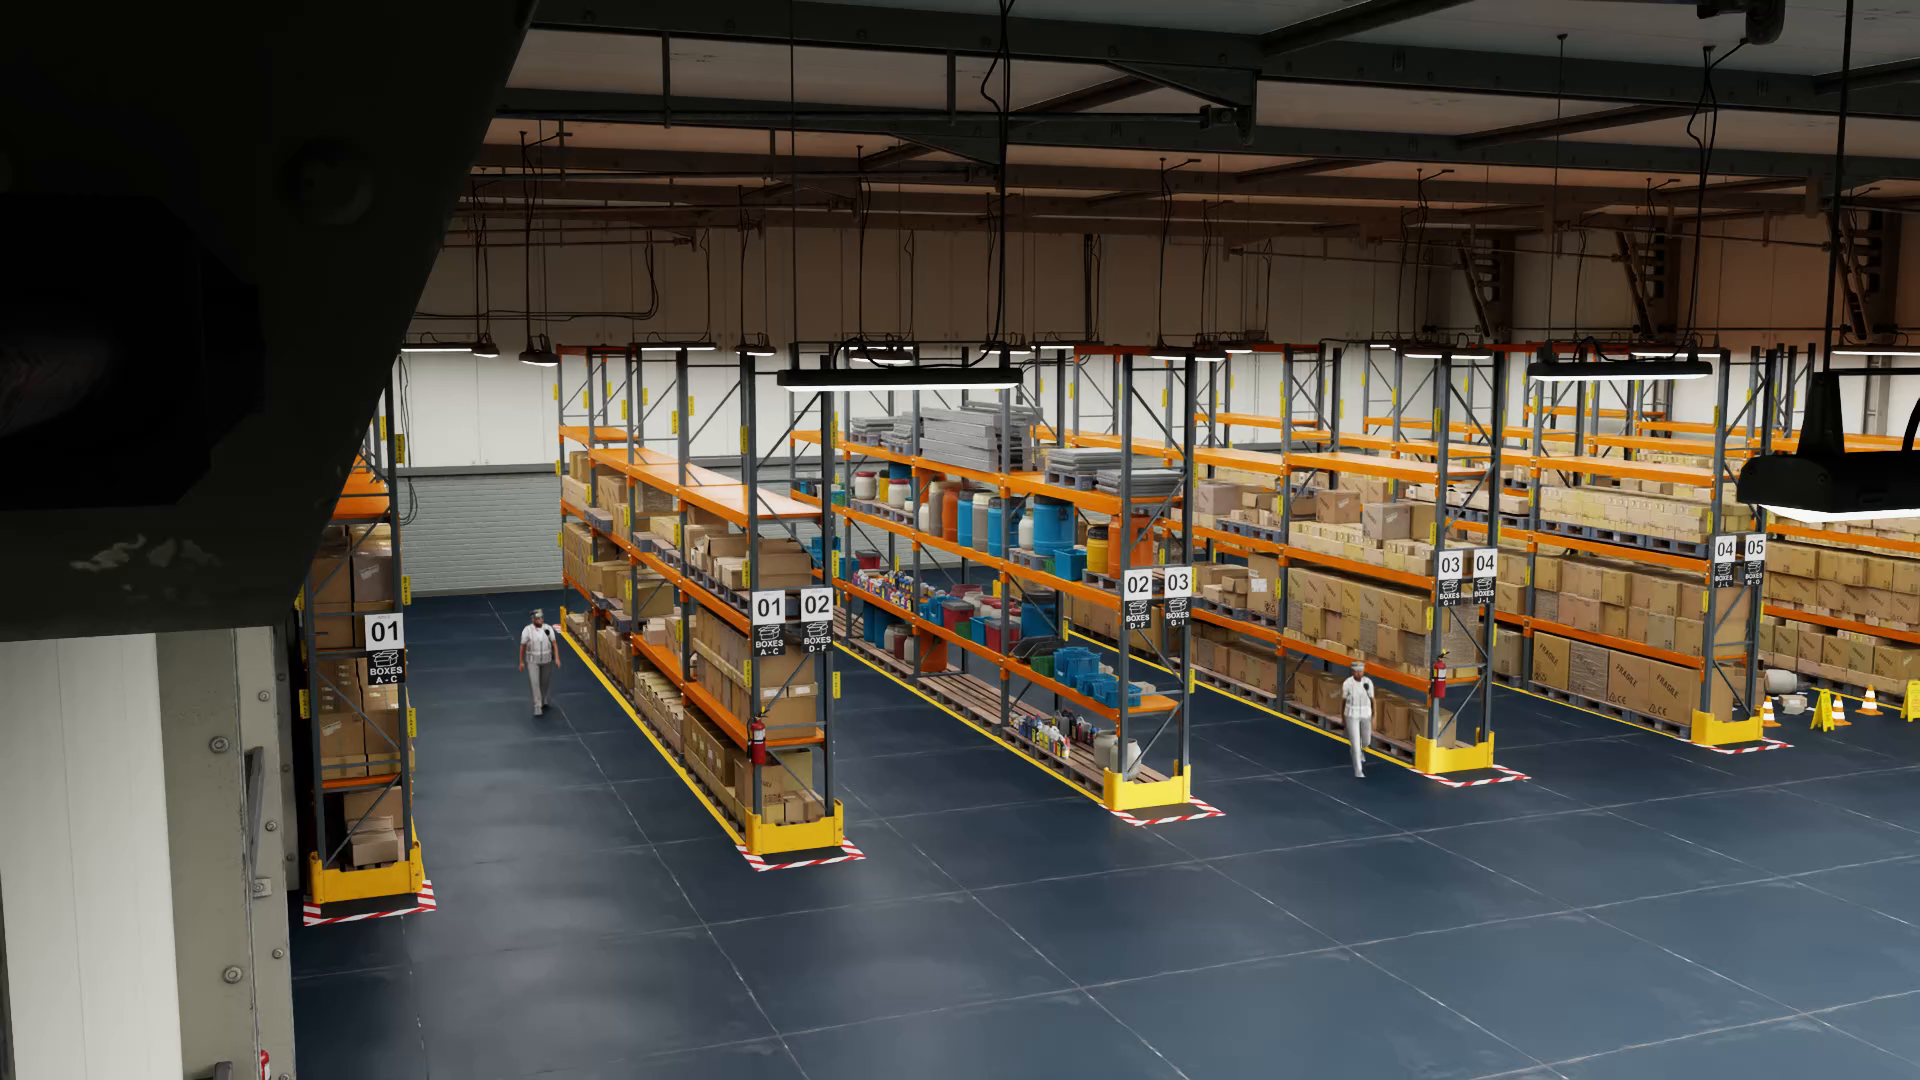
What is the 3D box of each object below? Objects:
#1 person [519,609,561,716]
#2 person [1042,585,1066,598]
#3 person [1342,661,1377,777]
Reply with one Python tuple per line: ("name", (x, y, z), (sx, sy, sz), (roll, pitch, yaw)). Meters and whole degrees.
("person", (-6.949, 1.977, 27.485), (0.657, 1.706, 1.065), (-3, 8, -20))
("person", (1.835, 1.384, 32.934), (0.578, 1.516, 0.795), (-1, 7, -12))
("person", (5.692, 2.506, 23.769), (0.482, 1.633, 0.923), (0, 7, 1))
